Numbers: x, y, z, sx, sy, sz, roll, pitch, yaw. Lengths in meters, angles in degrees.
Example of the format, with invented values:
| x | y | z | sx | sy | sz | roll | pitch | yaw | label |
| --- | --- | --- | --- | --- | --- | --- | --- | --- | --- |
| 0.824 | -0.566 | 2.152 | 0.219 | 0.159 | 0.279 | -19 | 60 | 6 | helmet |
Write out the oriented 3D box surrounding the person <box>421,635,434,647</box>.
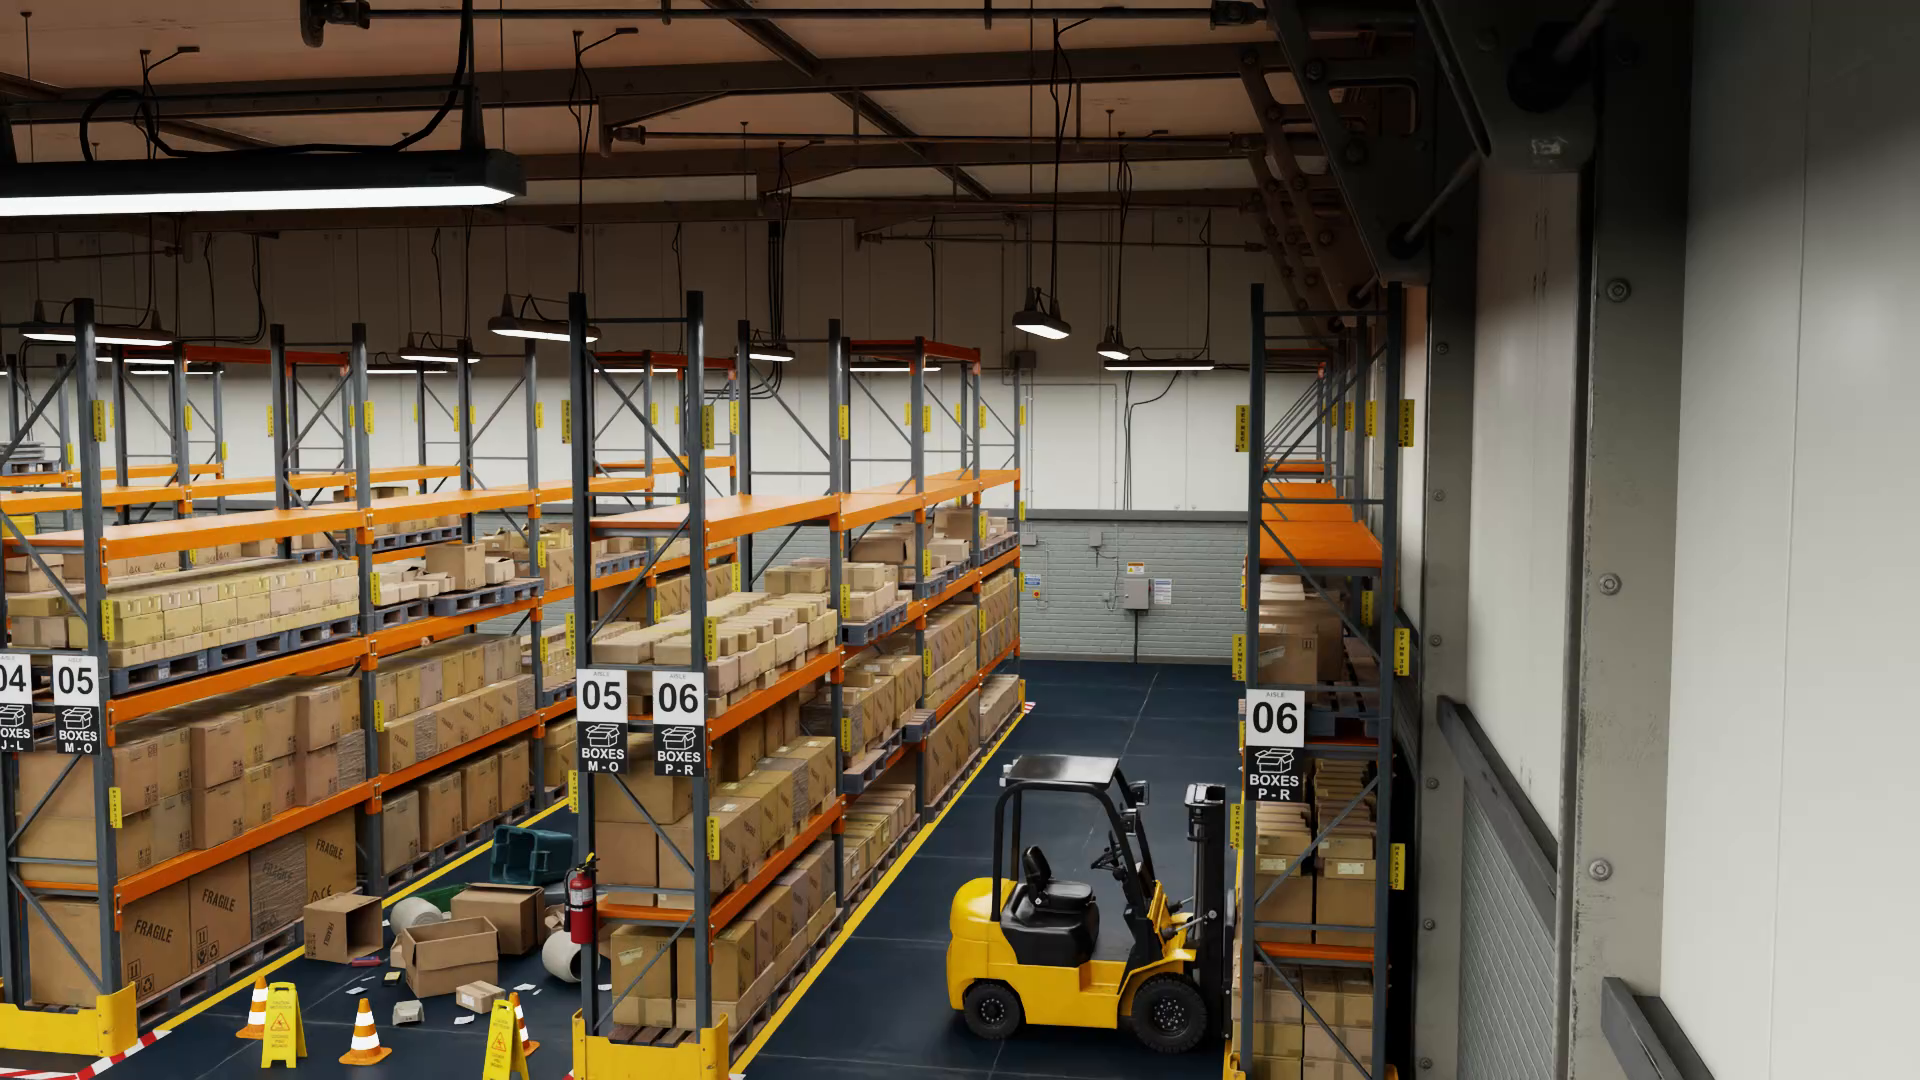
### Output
| x | y | z | sx | sy | sz | roll | pitch | yaw | label |
| --- | --- | --- | --- | --- | --- | --- | --- | --- | --- |
| -8.274 | 2.253 | 25.830 | 0.456 | 1.623 | 0.964 | 0 | 5 | -2 | person |
